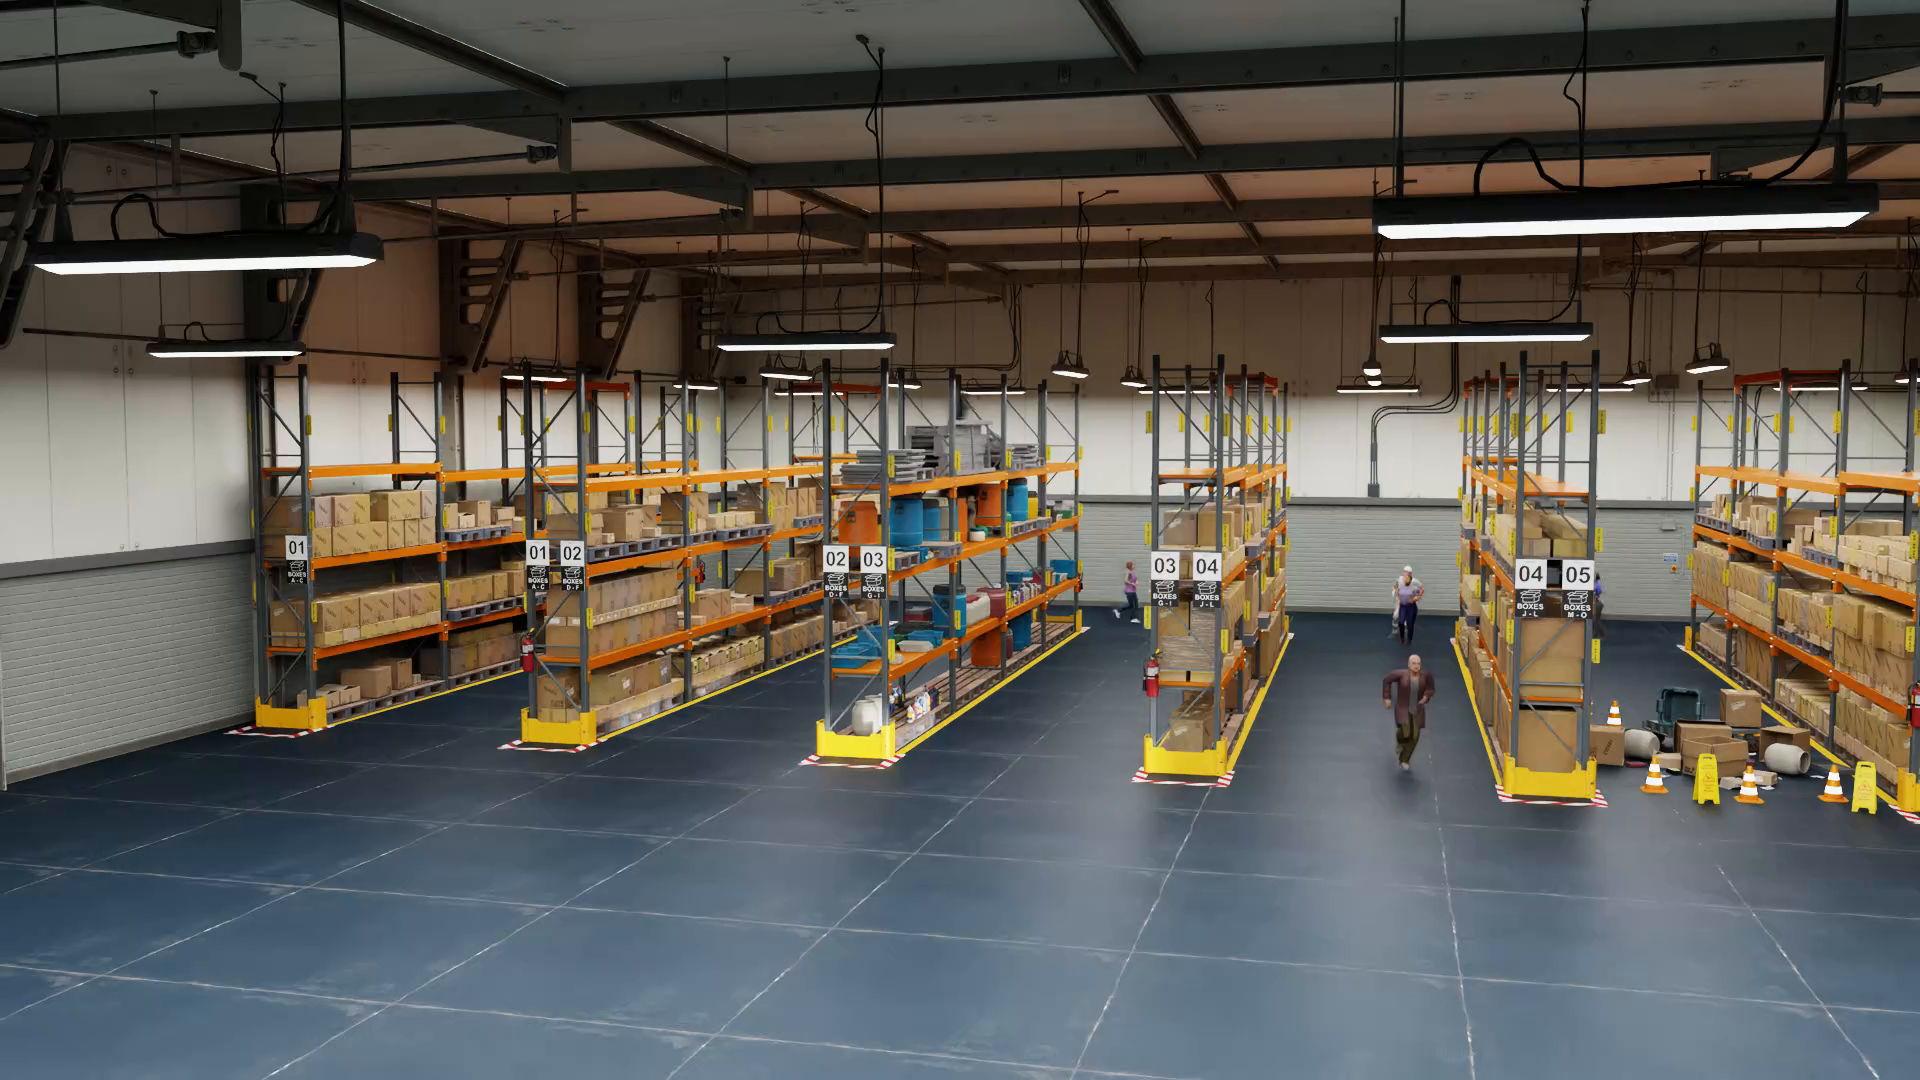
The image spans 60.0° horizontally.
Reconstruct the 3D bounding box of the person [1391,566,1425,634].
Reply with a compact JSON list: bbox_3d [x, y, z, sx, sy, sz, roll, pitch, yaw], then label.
[{"bbox_3d":[10.433,1.400,38.911,0.744,1.607,0.725,-3,5,-36],"label":"person"}]

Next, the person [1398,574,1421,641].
[{"bbox_3d":[10.156,1.545,37.720,0.580,1.537,0.622,2,4,28],"label":"person"}]

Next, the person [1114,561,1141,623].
[{"bbox_3d":[4.264,1.315,42.106,0.696,1.561,0.553,2,4,23],"label":"person"}]

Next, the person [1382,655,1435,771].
[{"bbox_3d":[6.527,2.499,24.144,0.697,1.706,0.779,0,4,-3],"label":"person"}]

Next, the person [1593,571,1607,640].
[{"bbox_3d":[14.724,1.524,38.679,0.653,1.609,0.553,0,4,1],"label":"person"}]
